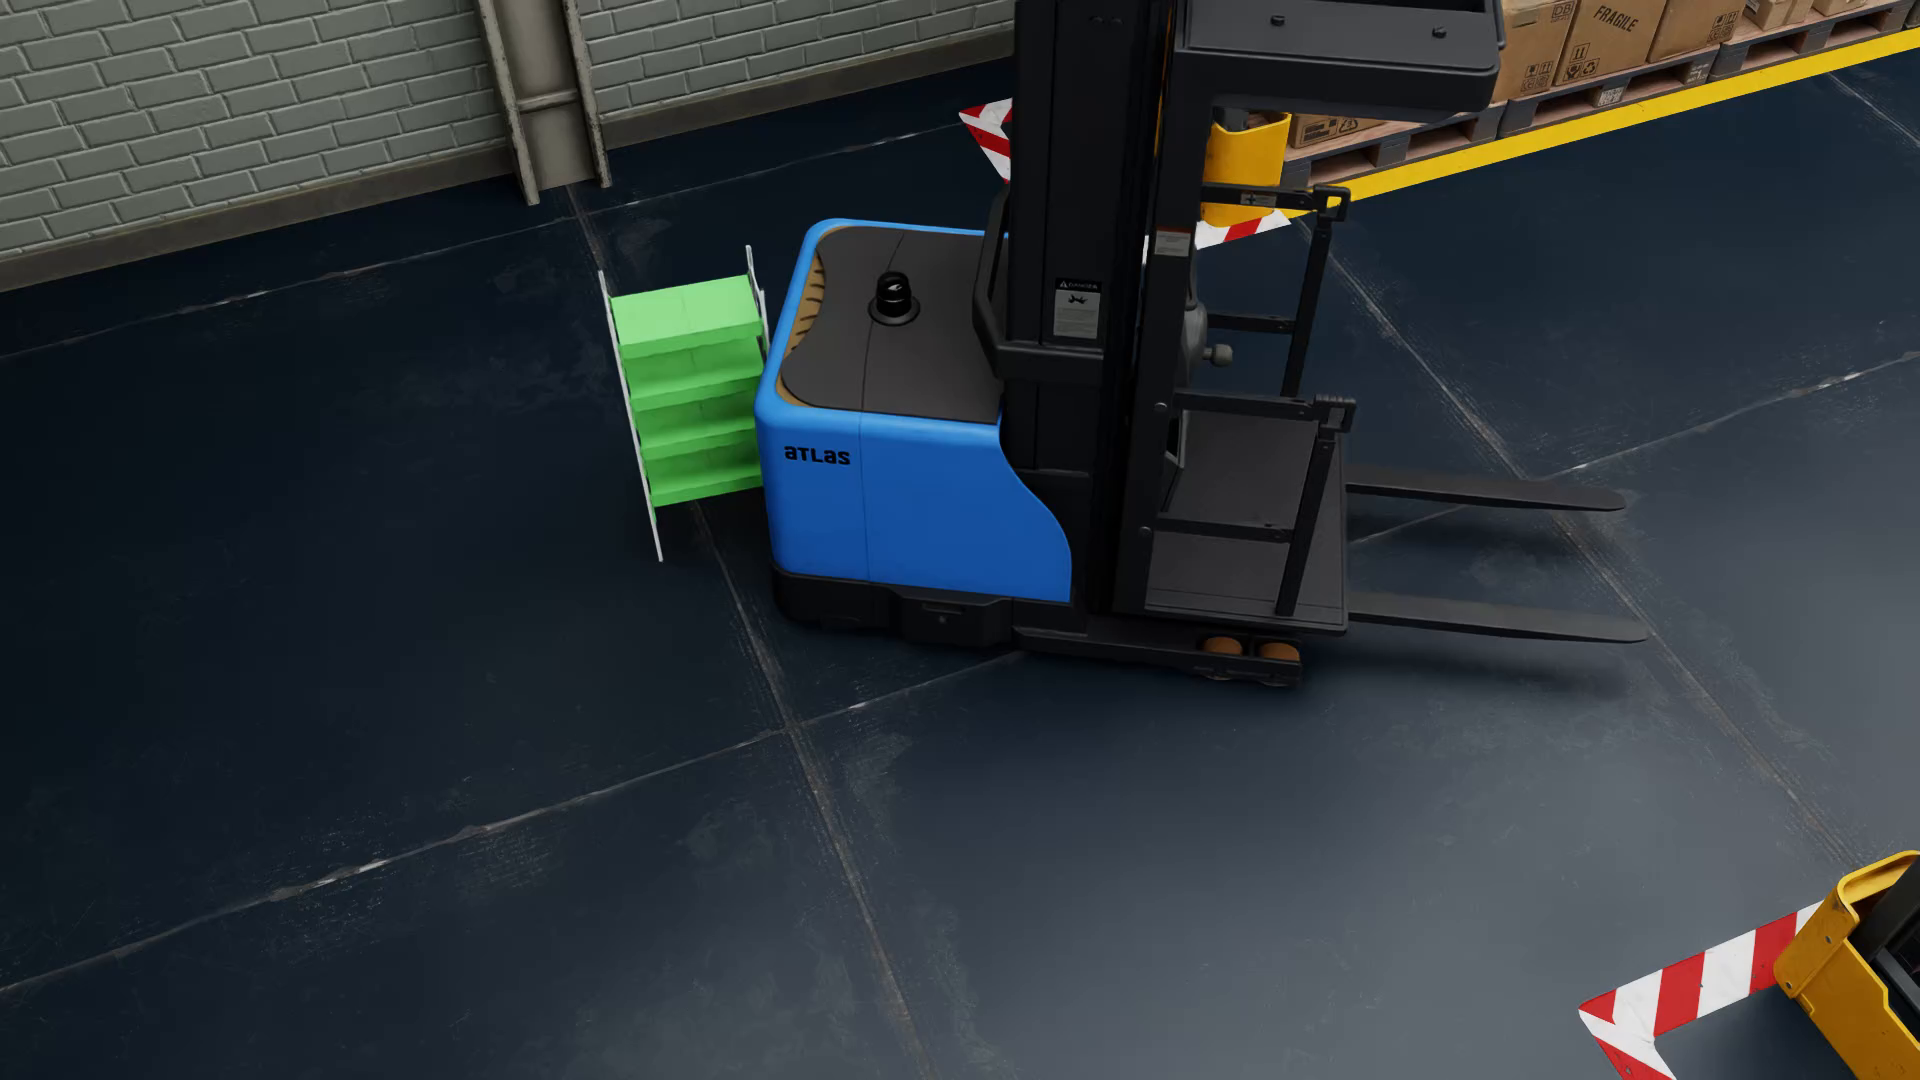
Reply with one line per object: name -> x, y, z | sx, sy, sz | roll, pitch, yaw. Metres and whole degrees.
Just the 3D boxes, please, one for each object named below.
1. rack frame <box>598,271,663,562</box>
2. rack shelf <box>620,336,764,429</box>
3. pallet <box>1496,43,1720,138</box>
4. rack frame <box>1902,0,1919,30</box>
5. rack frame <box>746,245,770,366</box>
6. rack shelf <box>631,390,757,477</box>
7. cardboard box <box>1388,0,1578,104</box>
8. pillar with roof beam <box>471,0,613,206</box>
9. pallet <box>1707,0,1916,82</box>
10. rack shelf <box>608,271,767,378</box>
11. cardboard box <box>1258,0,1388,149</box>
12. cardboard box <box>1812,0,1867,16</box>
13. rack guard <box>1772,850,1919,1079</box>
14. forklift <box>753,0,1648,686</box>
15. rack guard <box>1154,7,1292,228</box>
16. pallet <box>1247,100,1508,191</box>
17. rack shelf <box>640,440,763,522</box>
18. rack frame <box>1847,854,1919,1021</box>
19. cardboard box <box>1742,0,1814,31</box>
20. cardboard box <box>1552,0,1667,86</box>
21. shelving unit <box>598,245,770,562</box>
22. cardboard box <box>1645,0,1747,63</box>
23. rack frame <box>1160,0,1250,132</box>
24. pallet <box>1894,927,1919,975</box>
rack frame -> -1.142, -0.399, 5.802 | 0.015, 1.200, 0.240 | -12, 50, -10
rack shelf -> -0.907, -0.563, 5.710 | 0.480, 0.148, 0.258 | -12, 50, -10
pallet -> 2.934, -2.489, 8.249 | 1.213, 0.211, 1.003 | -17, 52, -14
rack frame -> 4.702, -3.947, 7.663 | 0.127, 3.000, 1.000 | -17, 52, -14
rack frame -> -0.671, -0.497, 5.886 | 0.015, 1.200, 0.240 | -12, 50, -10
rack shelf -> -0.907, -0.406, 5.892 | 0.480, 0.148, 0.258 | -12, 50, -10
cardboard box -> 2.407, -2.449, 7.747 | 0.500, 0.500, 0.700 | -15, 51, -13
pillar with roof beam -> -0.210, -1.590, 1.684 | 0.400, 9.000, 9.100 | -17, 52, -14
pallet -> 4.066, -2.842, 8.552 | 1.213, 0.211, 1.003 | -17, 52, -14
rack shelf -> -0.907, -0.719, 5.528 | 0.480, 0.148, 0.258 | -12, 50, -10
cardboard box -> 1.601, -2.232, 7.558 | 0.637, 0.503, 0.797 | -19, 52, -16
cardboard box -> 4.297, -2.789, 8.270 | 0.250, 0.149, 0.380 | -19, 52, -15
rack guard -> 2.857, 1.506, 4.627 | 0.348, 0.500, 1.175 | -17, 52, -14
forklift -> 0.890, -0.877, 5.071 | 3.031, 2.935, 1.130 | 6, 50, 5
rack guard -> 1.069, -2.007, 7.644 | 0.348, 0.500, 1.175 | -17, 52, -14
pallet -> 1.807, -2.142, 7.951 | 1.213, 0.211, 1.003 | -17, 52, -14
rack shelf -> -0.907, -0.250, 6.074 | 0.480, 0.148, 0.258 | -12, 50, -10
rack frame -> 2.879, 0.685, 3.684 | 0.127, 3.000, 1.000 | -17, 52, -14
cardboard box -> 3.967, -2.725, 8.138 | 0.258, 0.266, 0.396 | -16, 51, -13
cardboard box -> 2.934, -2.530, 7.817 | 0.500, 0.500, 0.500 | -16, 51, -14
shelving unit -> -0.907, -0.448, 5.844 | 0.503, 1.200, 0.258 | -12, 50, -10
cardboard box -> 3.368, -2.747, 8.003 | 0.500, 0.500, 0.700 | -19, 52, -16
rack frame -> 0.999, -2.800, 6.677 | 0.127, 3.000, 1.000 | -17, 52, -14
pallet -> 3.590, 1.309, 4.986 | 1.213, 0.211, 1.003 | -17, 52, -14
